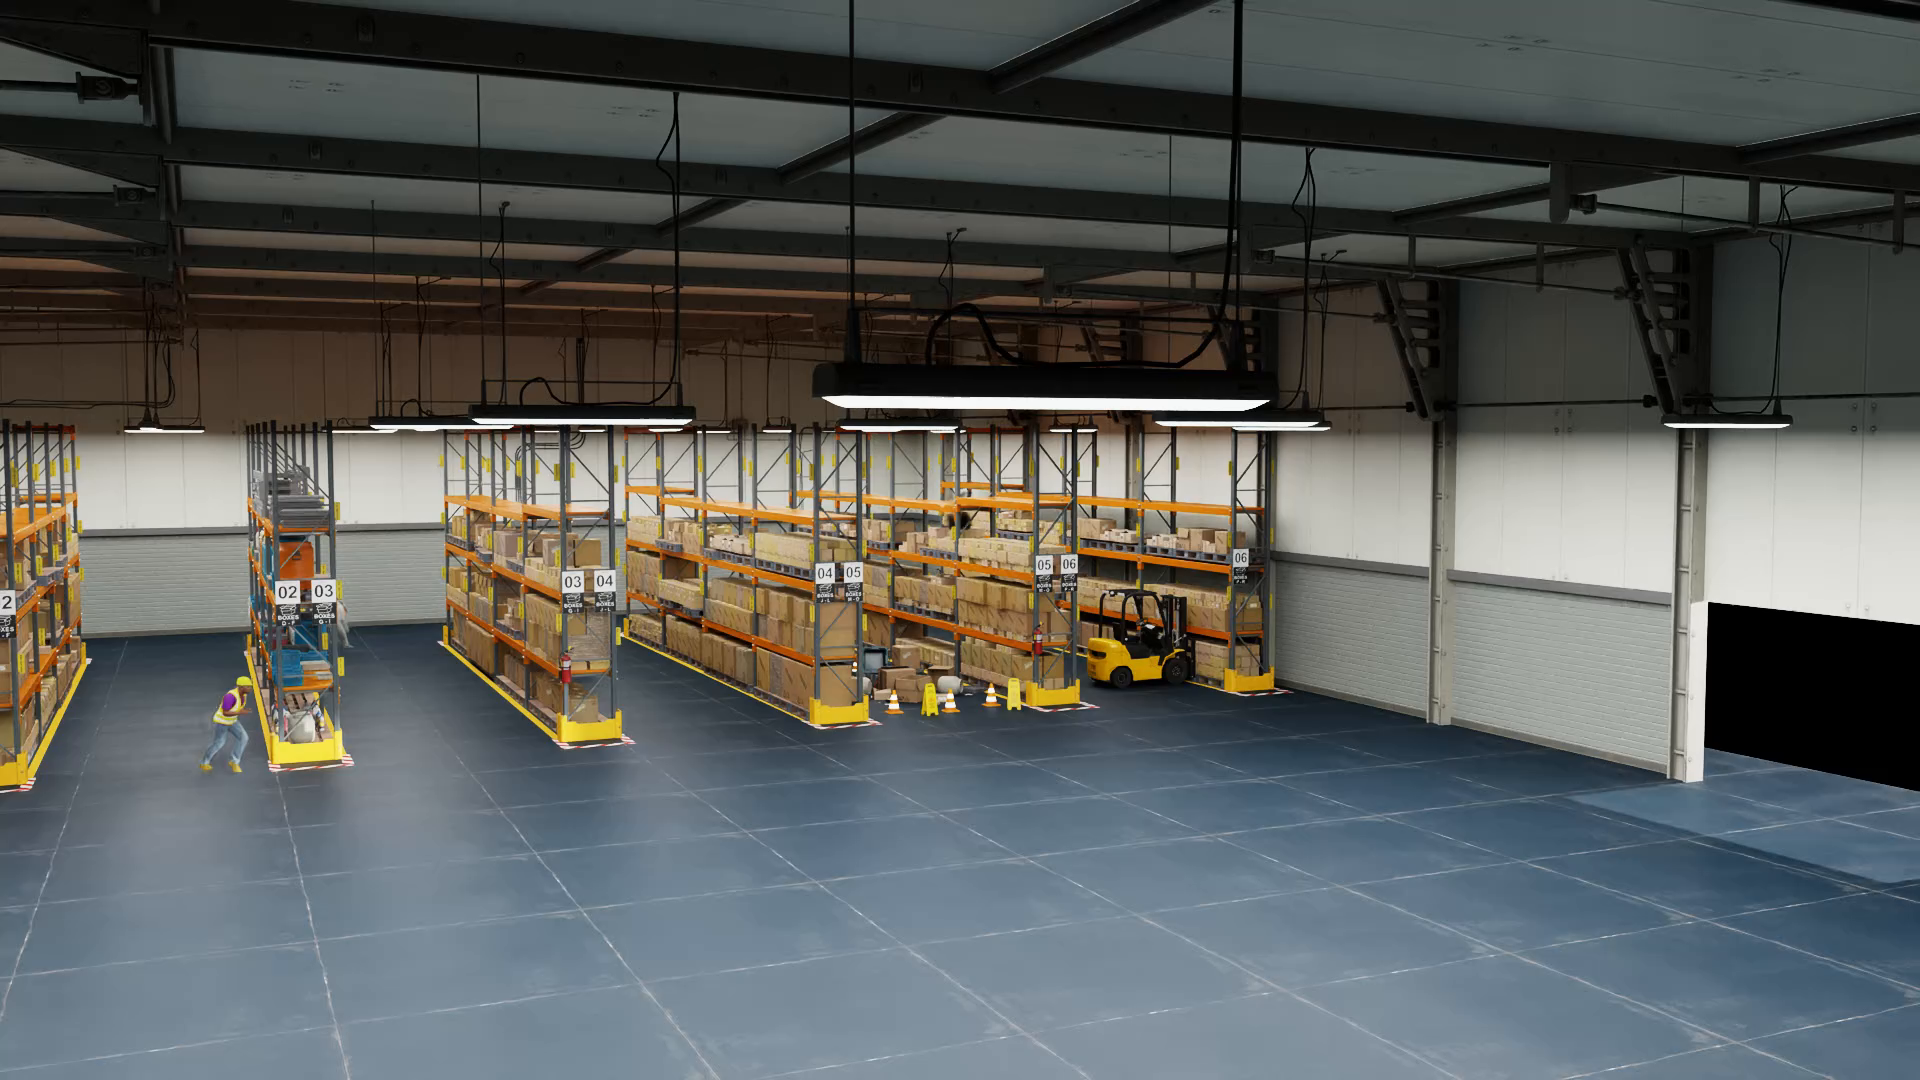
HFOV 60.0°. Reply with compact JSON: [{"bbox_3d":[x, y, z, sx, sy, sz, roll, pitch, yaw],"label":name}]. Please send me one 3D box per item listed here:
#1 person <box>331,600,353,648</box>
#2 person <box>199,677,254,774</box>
[{"bbox_3d":[-16.827,2.140,44.845,0.648,1.578,0.684,2,4,35],"label":"person"},{"bbox_3d":[-12.457,3.158,28.260,0.993,1.688,0.736,0,4,6],"label":"person"}]
